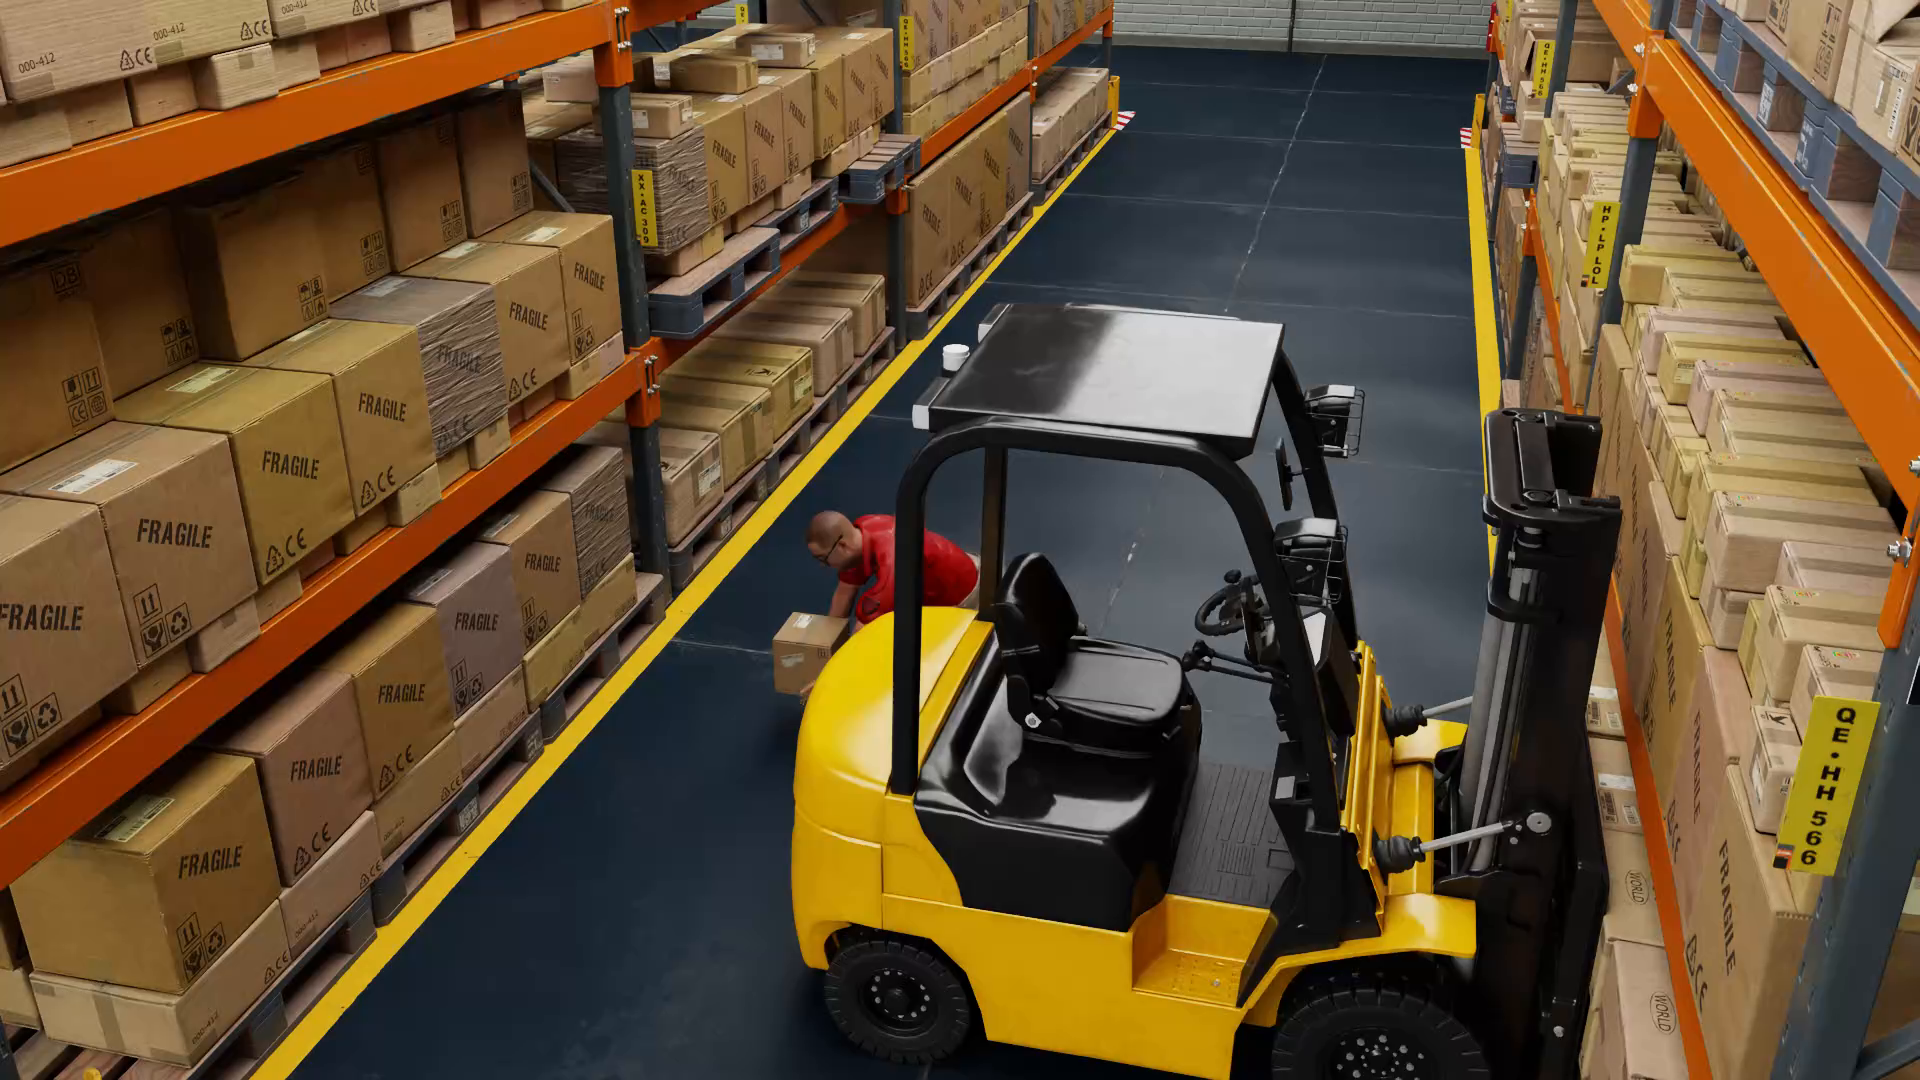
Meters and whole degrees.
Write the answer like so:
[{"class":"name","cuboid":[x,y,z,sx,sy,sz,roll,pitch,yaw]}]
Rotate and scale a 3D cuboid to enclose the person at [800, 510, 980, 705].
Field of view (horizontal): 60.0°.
[{"class":"person","cuboid":[-0.249,0.302,6.863,0.893,0.990,0.568,-6,26,-12]}]
